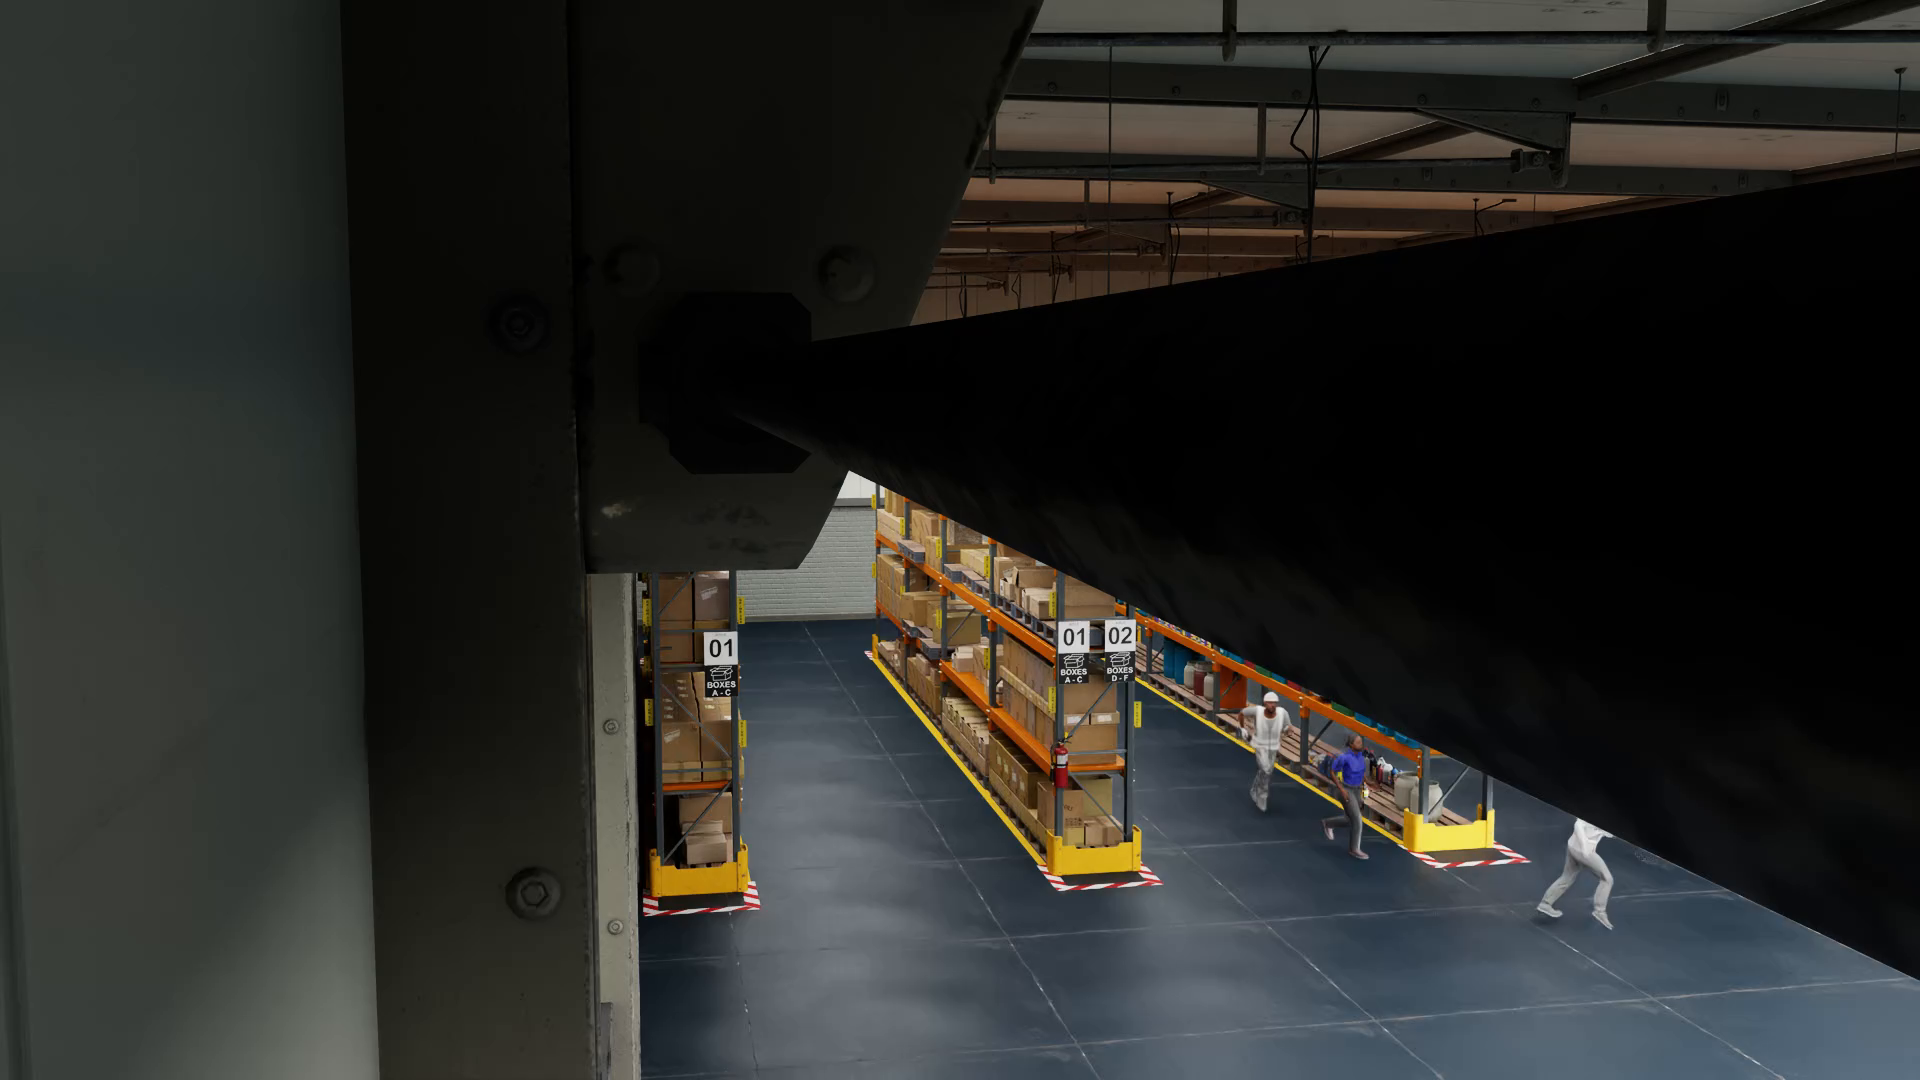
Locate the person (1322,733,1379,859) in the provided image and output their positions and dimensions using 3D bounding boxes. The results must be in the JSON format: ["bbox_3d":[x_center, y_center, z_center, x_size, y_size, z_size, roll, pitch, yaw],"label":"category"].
[{"bbox_3d":[5.032,3.308,21.742,0.560,1.628,0.780,-5,8,-43],"label":"person"}]

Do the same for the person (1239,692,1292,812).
[{"bbox_3d":[4.387,3.009,23.911,0.668,1.739,0.936,-1,6,-14],"label":"person"}]

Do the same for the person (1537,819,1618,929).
[{"bbox_3d":[7.068,3.590,18.951,0.856,1.671,0.632,1,6,12],"label":"person"}]
